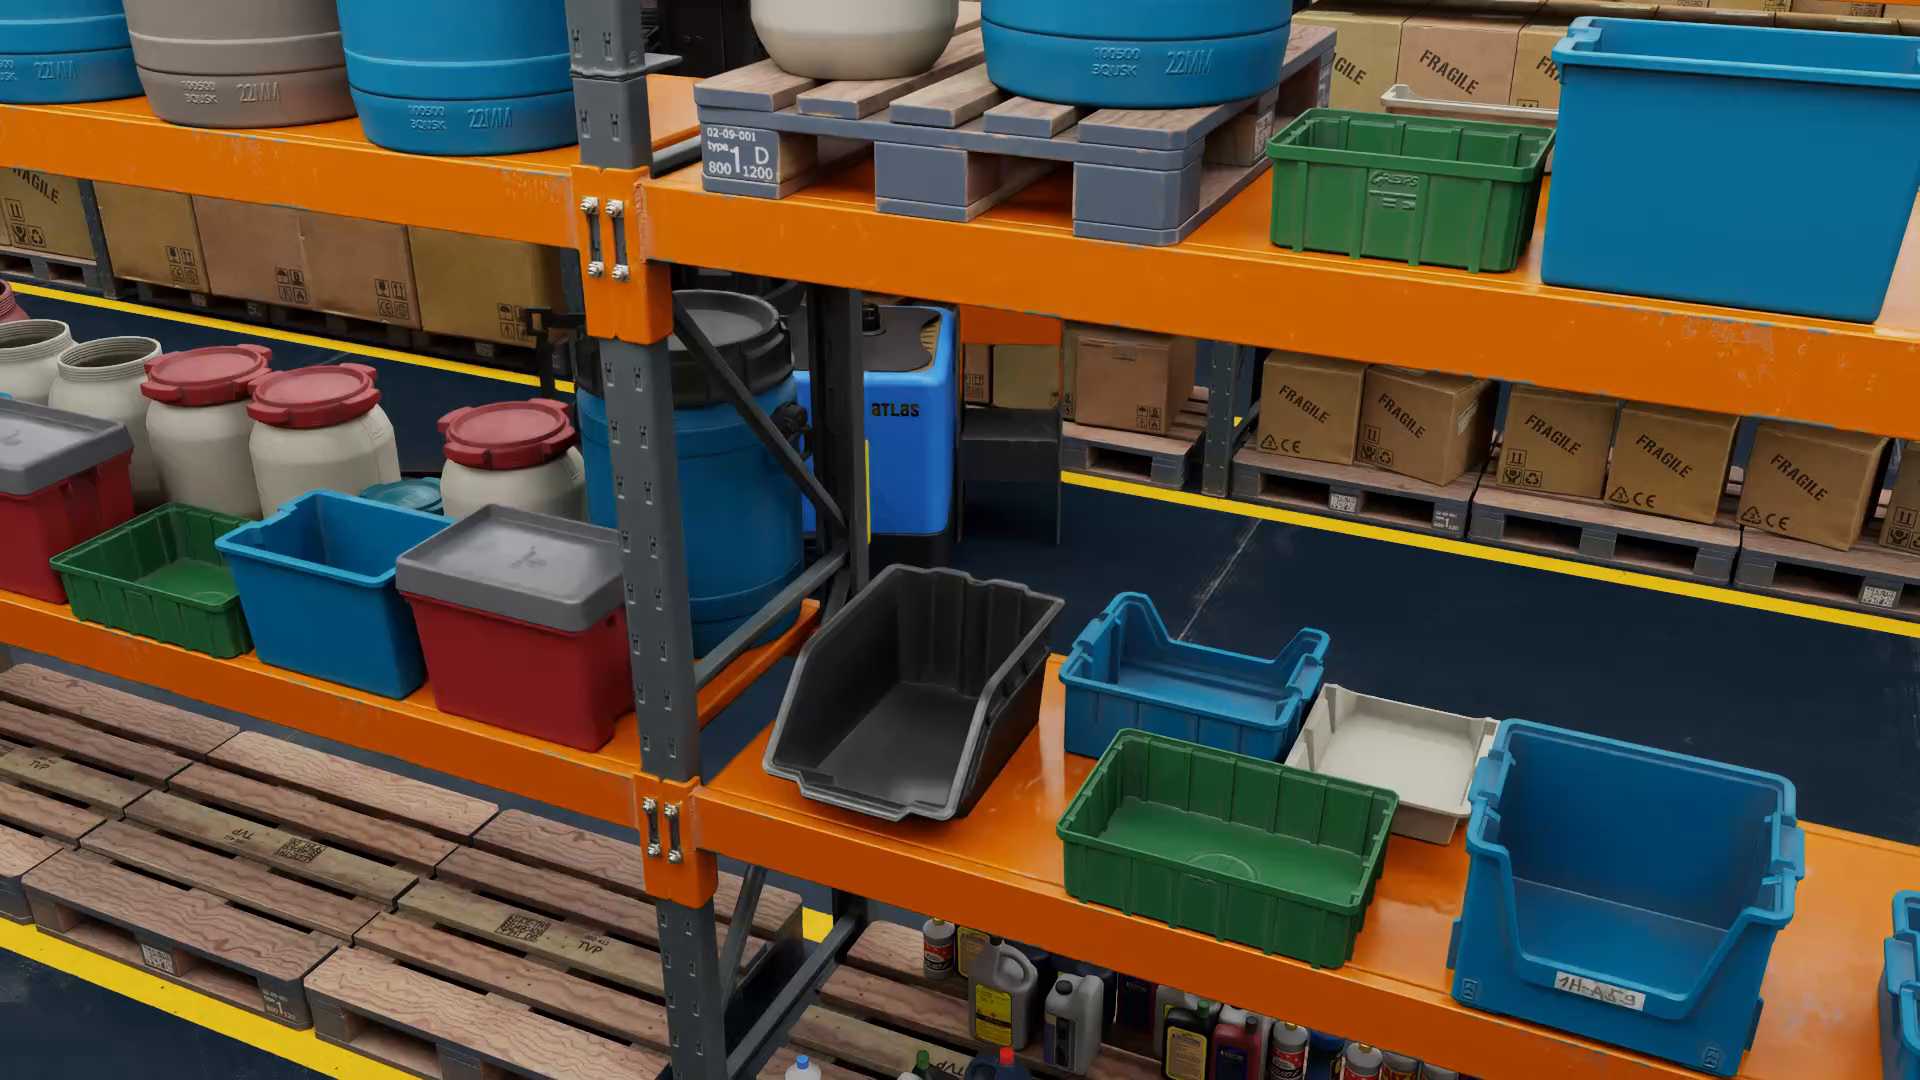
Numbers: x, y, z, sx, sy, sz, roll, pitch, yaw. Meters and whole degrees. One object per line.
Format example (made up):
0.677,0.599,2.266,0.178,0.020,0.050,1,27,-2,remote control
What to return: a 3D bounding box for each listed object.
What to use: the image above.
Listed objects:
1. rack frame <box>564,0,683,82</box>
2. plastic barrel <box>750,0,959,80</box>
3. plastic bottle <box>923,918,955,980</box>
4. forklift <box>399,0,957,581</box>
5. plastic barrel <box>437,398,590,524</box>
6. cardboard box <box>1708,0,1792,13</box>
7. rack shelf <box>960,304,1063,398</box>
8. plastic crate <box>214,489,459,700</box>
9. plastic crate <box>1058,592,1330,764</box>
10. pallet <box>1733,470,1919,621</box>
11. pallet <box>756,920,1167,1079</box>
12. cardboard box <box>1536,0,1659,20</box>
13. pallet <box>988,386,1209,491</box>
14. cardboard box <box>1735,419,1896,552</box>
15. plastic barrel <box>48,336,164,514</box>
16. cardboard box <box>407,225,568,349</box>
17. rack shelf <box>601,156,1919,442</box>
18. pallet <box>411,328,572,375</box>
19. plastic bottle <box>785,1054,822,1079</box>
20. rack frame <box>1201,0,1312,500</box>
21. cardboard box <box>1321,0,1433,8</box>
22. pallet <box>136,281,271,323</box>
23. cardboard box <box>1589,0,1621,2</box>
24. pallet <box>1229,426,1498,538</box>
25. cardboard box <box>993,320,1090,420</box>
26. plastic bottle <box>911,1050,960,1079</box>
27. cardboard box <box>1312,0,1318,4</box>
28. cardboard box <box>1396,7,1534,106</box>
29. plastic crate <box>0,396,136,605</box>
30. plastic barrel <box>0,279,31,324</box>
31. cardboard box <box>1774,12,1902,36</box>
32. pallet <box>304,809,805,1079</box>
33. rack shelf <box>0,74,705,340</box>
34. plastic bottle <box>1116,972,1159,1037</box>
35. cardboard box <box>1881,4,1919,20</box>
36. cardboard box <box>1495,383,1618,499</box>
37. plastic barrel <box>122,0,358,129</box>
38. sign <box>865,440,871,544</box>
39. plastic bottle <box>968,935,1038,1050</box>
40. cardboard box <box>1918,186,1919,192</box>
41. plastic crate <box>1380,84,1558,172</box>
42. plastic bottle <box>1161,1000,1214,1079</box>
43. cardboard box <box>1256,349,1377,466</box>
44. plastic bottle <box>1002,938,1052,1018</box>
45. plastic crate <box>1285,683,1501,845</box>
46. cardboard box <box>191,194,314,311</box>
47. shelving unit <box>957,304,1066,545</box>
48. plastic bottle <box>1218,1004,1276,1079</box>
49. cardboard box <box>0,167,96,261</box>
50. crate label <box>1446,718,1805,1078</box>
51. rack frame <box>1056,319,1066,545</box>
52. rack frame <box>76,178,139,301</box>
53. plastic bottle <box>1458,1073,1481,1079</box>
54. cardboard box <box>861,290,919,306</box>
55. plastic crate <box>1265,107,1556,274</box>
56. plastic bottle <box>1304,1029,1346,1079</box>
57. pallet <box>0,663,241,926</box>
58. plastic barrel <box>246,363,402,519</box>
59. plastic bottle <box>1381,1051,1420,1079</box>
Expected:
-0.523,-2.468,3.075,0.127,3.000,1.000,11,28,22,rack frame
-0.212,-1.203,3.300,0.421,0.512,0.421,0,26,0,plastic barrel
-0.064,1.222,5.041,0.097,0.201,0.097,0,26,0,plastic bottle
-1.541,-1.318,7.609,3.031,2.935,1.130,1,26,3,forklift
-1.303,-0.101,4.905,0.433,0.535,0.433,0,26,0,plastic barrel
5.463,-3.913,11.409,0.500,0.550,0.875,11,28,22,cardboard box
0.248,-0.997,7.929,0.480,0.518,0.431,1,26,3,rack shelf
-1.656,0.154,4.560,0.575,0.384,0.392,11,28,22,plastic crate
0.597,0.383,4.244,0.616,0.251,0.499,11,28,22,plastic crate
4.375,0.038,7.935,1.213,0.211,1.003,11,28,22,pallet
0.071,1.614,4.733,1.213,0.211,1.003,11,28,22,pallet
2.961,-2.241,7.823,0.500,0.500,0.500,11,28,22,cardboard box
0.818,-0.659,9.349,1.213,0.211,1.003,11,28,22,pallet
4.049,-0.320,7.859,0.500,0.500,0.500,20,33,35,cardboard box
-2.756,-0.379,5.497,0.421,0.512,0.421,0,26,0,plastic barrel
-2.733,-1.869,10.581,0.875,0.875,1.225,10,28,19,cardboard box
1.298,-0.434,3.154,4.000,0.370,1.077,11,28,22,rack shelf
-2.800,-1.423,10.901,1.213,0.211,1.003,11,28,22,pallet
-0.414,1.485,4.430,0.097,0.271,0.097,0,26,0,plastic bottle
1.527,-1.768,8.446,0.127,3.000,1.000,11,28,22,rack frame
2.051,-2.423,8.195,0.500,0.500,0.500,11,28,22,cardboard box
-5.021,-1.869,11.807,1.213,0.211,1.003,11,28,22,pallet
4.543,-4.161,11.913,0.550,0.550,0.875,11,28,22,cardboard box
2.153,-0.409,8.841,1.213,0.211,1.003,11,28,22,pallet
0.551,-1.060,9.339,0.500,0.500,0.700,11,28,21,cardboard box
-0.065,1.484,4.416,0.133,0.283,0.061,11,28,22,plastic bottle
2.627,-3.869,12.600,0.500,0.500,0.500,11,28,21,cardboard box
2.288,-2.120,7.578,0.500,0.500,0.500,11,28,22,cardboard box
-2.820,-0.118,5.022,0.583,0.464,0.402,11,28,22,plastic crate
-3.616,-0.606,5.931,0.708,0.536,0.600,11,28,22,plastic barrel
3.873,-2.059,7.454,0.500,0.500,0.500,11,28,22,cardboard box
-1.254,1.346,5.276,1.213,0.211,1.003,11,28,22,pallet
-2.343,-1.165,4.640,4.000,0.370,1.077,11,28,22,rack shelf
0.523,1.295,4.802,0.133,0.283,0.061,13,29,25,plastic bottle
6.453,-3.711,11.000,0.550,0.550,0.875,11,28,22,cardboard box
2.997,-0.562,8.351,0.500,0.500,0.500,9,28,17,cardboard box
-1.671,-1.473,3.882,0.600,0.901,0.600,0,26,0,plastic barrel
-0.285,-0.120,4.785,0.005,0.325,0.100,11,28,22,sign
0.123,1.274,4.767,0.185,0.351,0.144,11,28,22,plastic bottle
4.174,-1.370,7.187,0.500,0.500,0.875,11,28,22,cardboard box
1.106,-0.873,3.530,0.396,0.136,0.243,11,28,22,plastic crate
0.632,1.387,4.615,0.133,0.283,0.061,11,28,22,plastic bottle
1.875,-0.746,8.724,0.500,0.500,0.500,10,28,20,cardboard box
0.183,1.216,4.885,0.185,0.351,0.144,11,28,20,plastic bottle
1.060,0.537,4.063,0.437,0.136,0.530,11,28,22,plastic crate
-4.350,-2.194,11.241,0.875,0.875,1.225,10,28,20,cardboard box
0.248,-1.009,7.922,0.503,2.100,0.431,1,26,3,shelving unit
0.798,1.375,4.646,0.135,0.276,0.152,12,29,23,plastic bottle
-6.323,-2.619,12.103,0.875,0.875,0.875,11,28,22,cardboard box
1.331,0.711,3.370,0.616,0.435,0.502,11,28,22,crate label
0.492,-1.004,7.912,0.015,2.100,0.400,1,26,3,rack frame
-5.755,-3.231,11.416,0.127,3.000,1.000,11,28,22,rack frame
1.398,1.470,4.445,0.133,0.283,0.061,12,29,23,plastic bottle
-0.466,-1.264,9.753,0.500,0.500,0.700,14,29,26,cardboard box
0.801,-0.629,2.976,0.450,0.188,0.336,11,28,22,plastic crate
1.009,1.407,4.588,0.097,0.271,0.097,0,26,0,plastic bottle
-3.475,0.900,6.183,1.213,0.211,1.003,11,28,22,pallet
-1.971,-0.235,5.177,0.433,0.535,0.433,0,26,0,plastic barrel
1.194,1.444,4.513,0.097,0.271,0.097,0,26,0,plastic bottle
